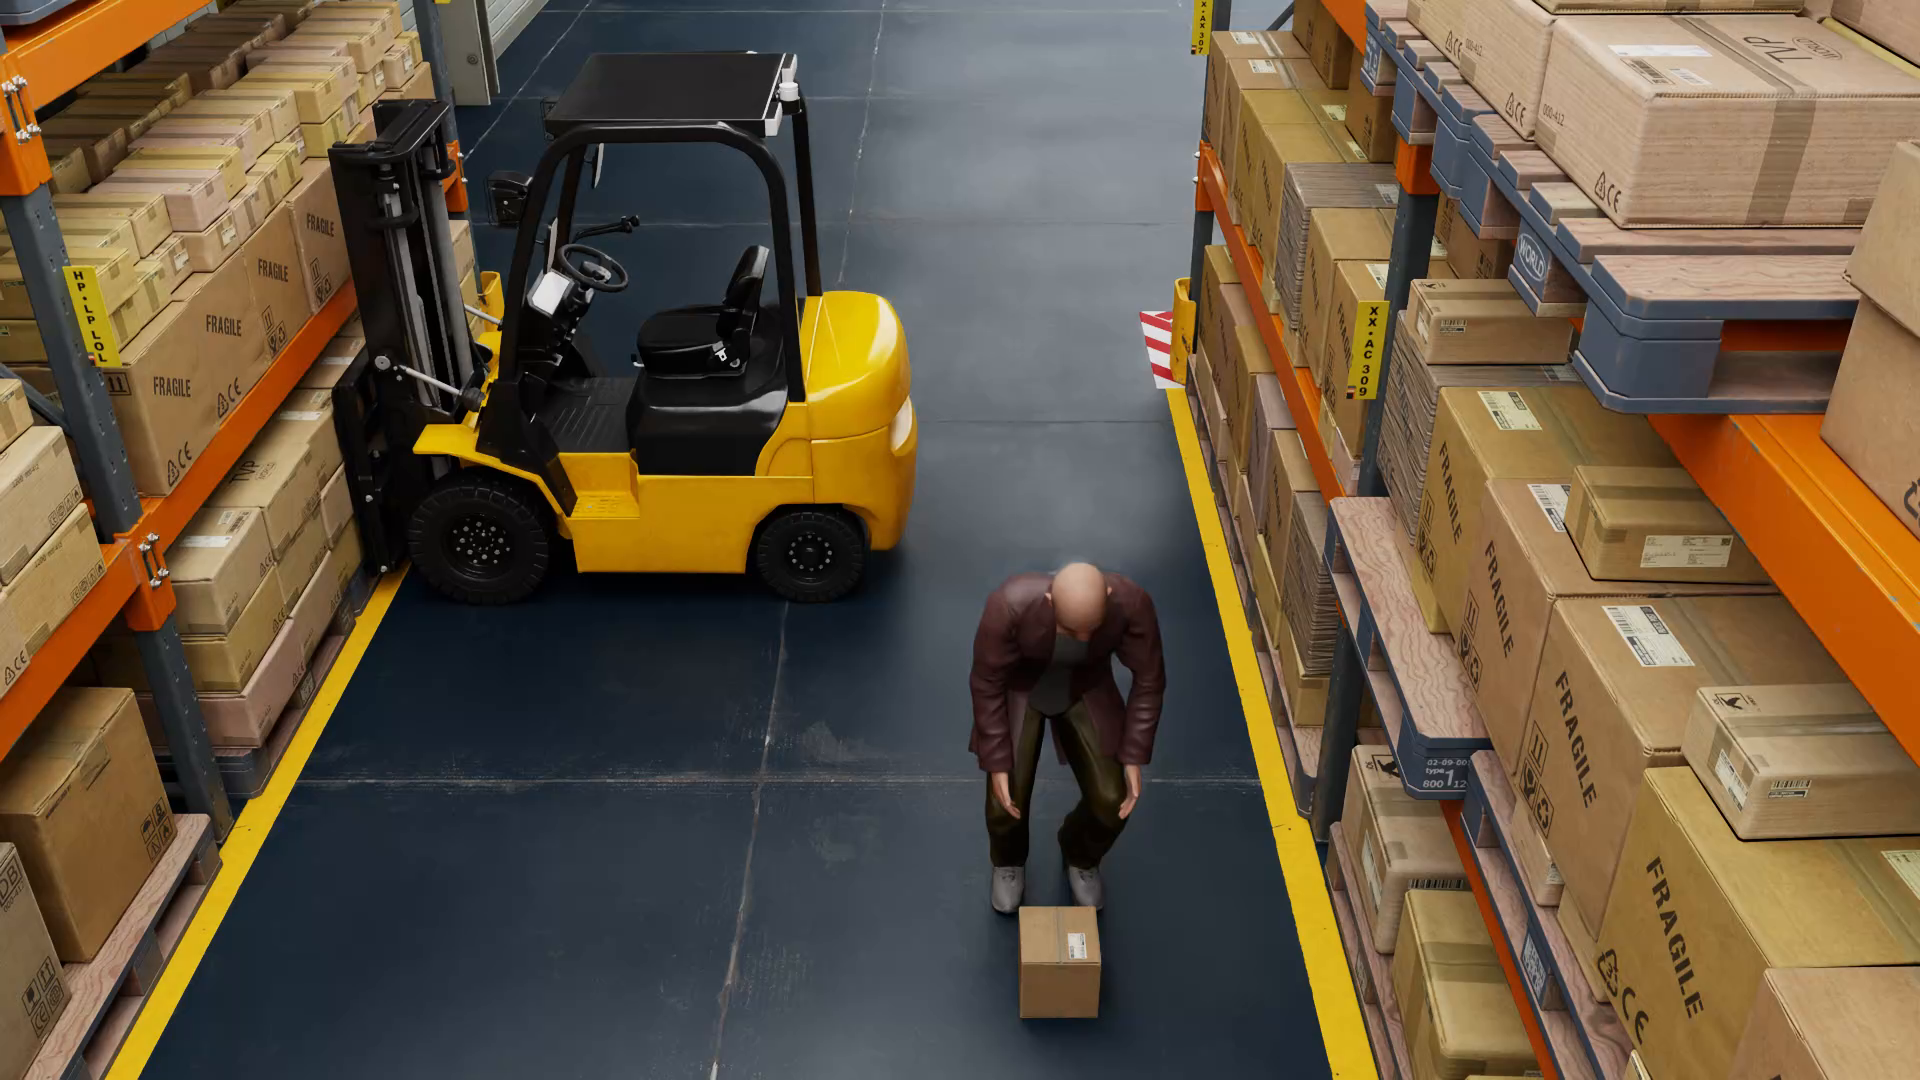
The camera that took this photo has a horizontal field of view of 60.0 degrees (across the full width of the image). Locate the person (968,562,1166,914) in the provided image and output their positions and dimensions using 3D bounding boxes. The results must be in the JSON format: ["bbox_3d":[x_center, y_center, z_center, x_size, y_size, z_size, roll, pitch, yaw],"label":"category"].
[{"bbox_3d":[0.340,0.590,5.463,0.630,1.482,0.681,-1,31,-1],"label":"person"}]
